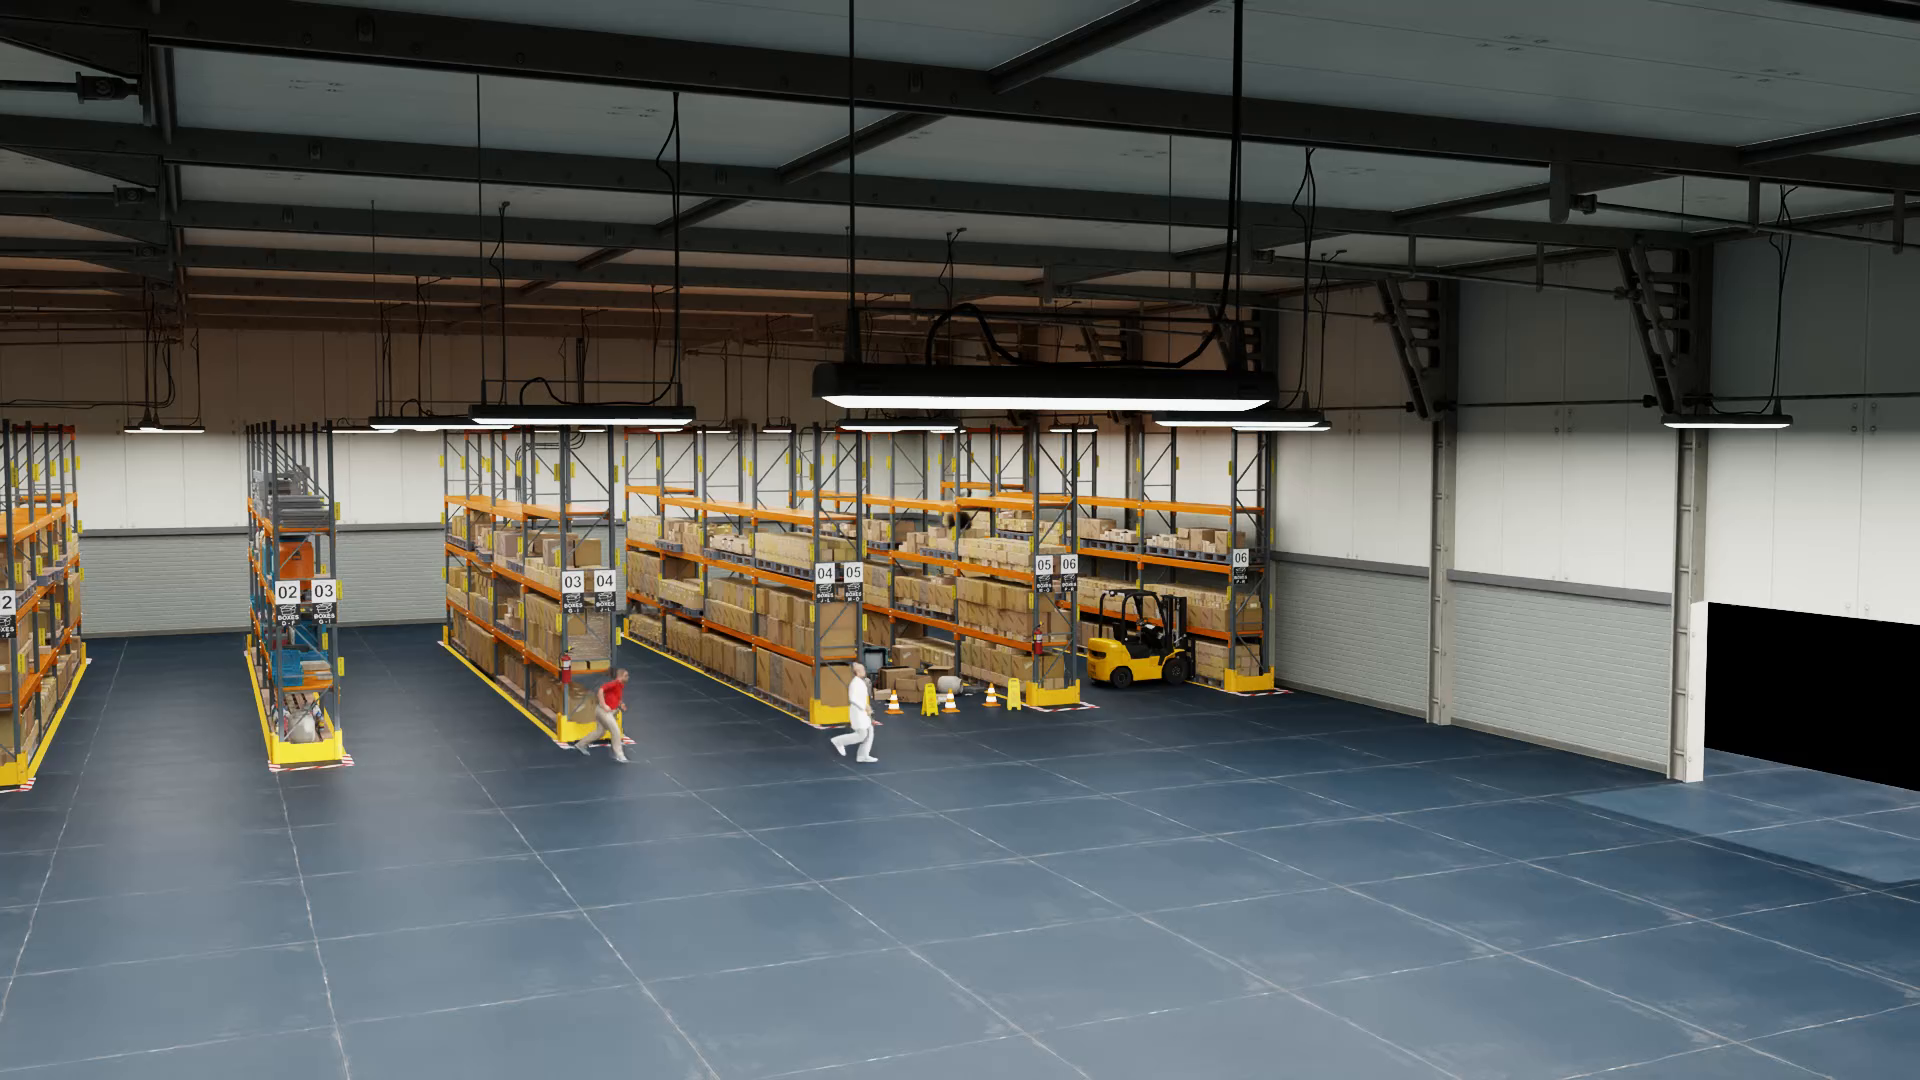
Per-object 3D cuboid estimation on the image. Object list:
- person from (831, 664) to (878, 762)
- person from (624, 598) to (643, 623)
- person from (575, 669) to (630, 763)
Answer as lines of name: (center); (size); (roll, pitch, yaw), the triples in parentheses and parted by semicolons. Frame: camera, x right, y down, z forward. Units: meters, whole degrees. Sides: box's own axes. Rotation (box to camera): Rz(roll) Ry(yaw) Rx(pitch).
person: (-1.847, 3.041, 29.175); (0.806, 1.735, 0.721); (0, 4, 4)
person: (-9.583, 1.862, 49.044); (0.607, 1.653, 0.842); (2, 4, 33)
person: (-6.285, 3.101, 29.182); (1.006, 1.699, 0.703); (0, 4, 8)
